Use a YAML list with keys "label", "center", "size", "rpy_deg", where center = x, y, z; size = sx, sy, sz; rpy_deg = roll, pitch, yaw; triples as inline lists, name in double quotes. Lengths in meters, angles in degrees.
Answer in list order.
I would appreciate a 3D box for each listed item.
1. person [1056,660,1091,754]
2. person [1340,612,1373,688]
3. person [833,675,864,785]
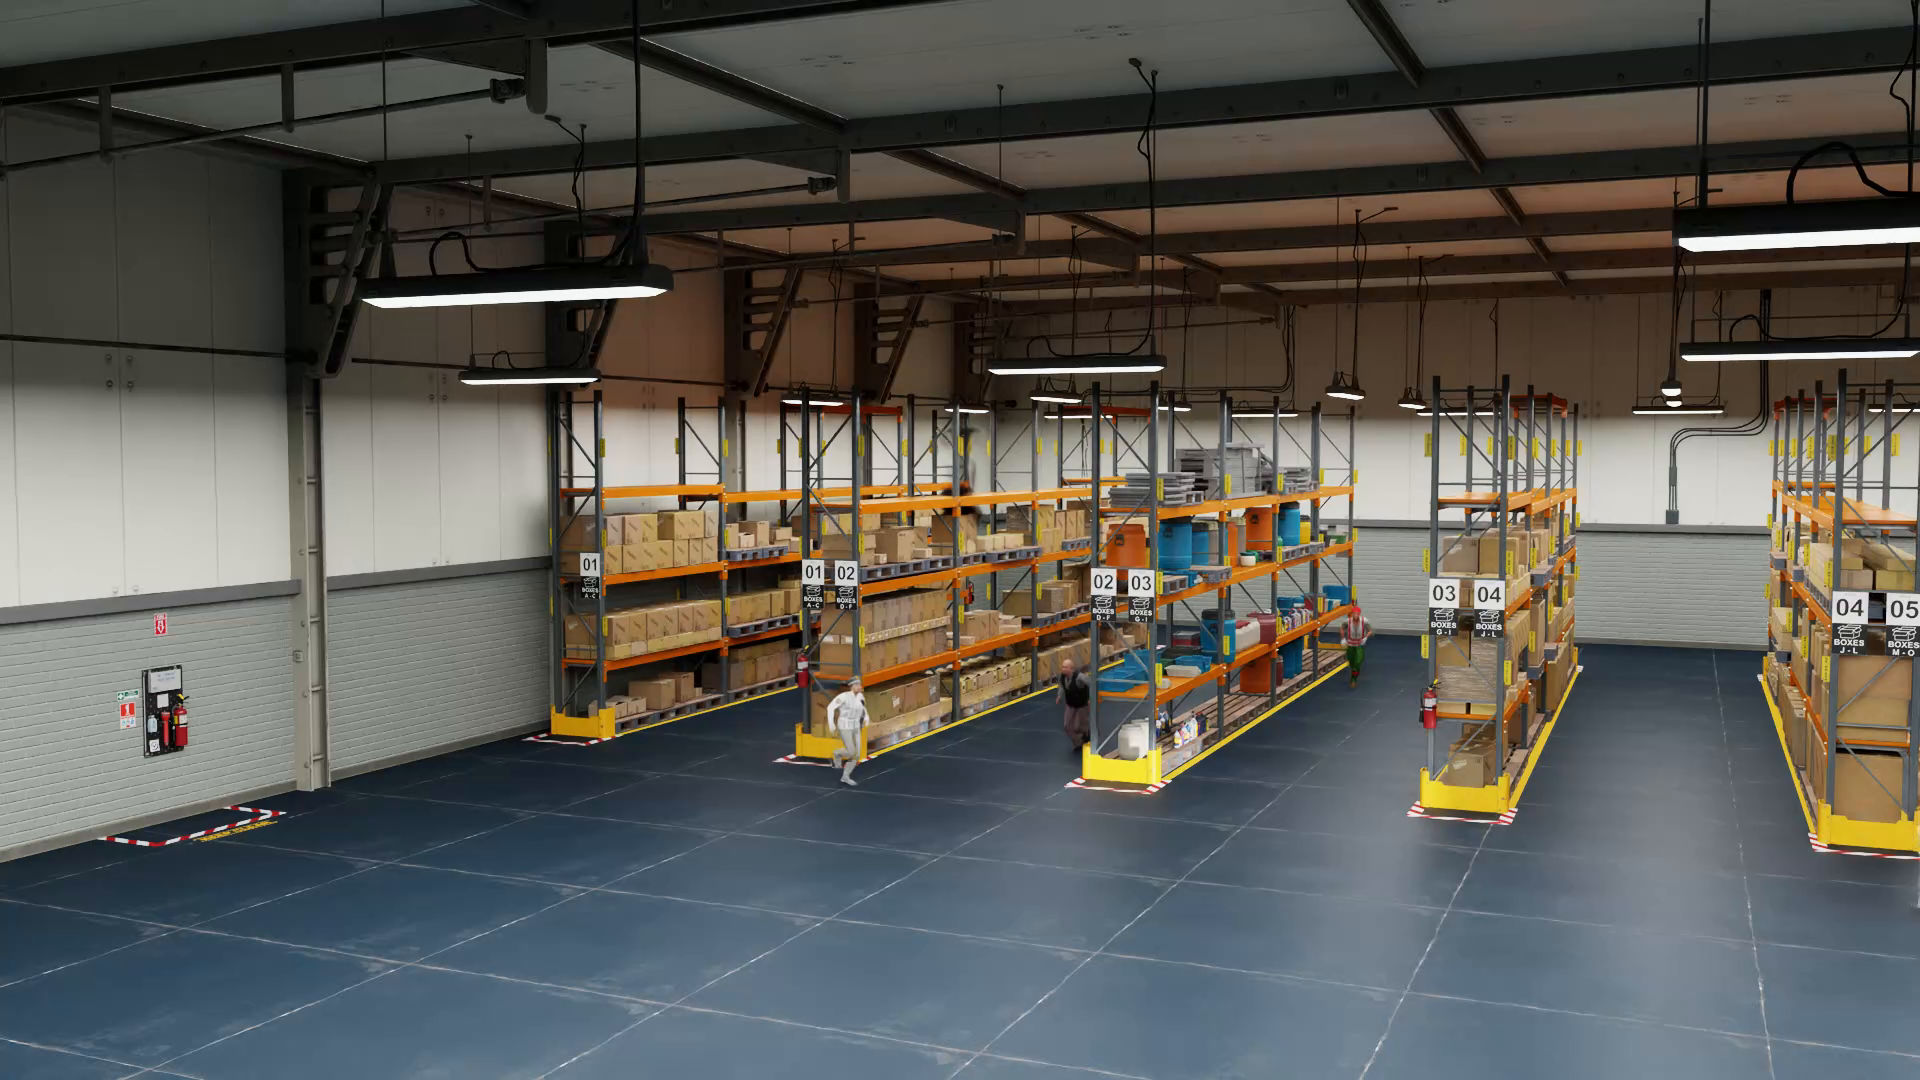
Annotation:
- label: "person"
  center: [1.966, 2.722, 27.278]
  size: [0.597, 1.576, 0.850]
  rpy_deg: [2, 4, 38]
- label: "person"
  center: [8.339, 2.258, 35.009]
  size: [0.656, 1.668, 0.815]
  rpy_deg: [1, 3, 10]
- label: "person"
  center: [-1.666, 2.825, 24.879]
  size: [0.403, 1.650, 0.524]
  rpy_deg: [-3, 4, -42]
